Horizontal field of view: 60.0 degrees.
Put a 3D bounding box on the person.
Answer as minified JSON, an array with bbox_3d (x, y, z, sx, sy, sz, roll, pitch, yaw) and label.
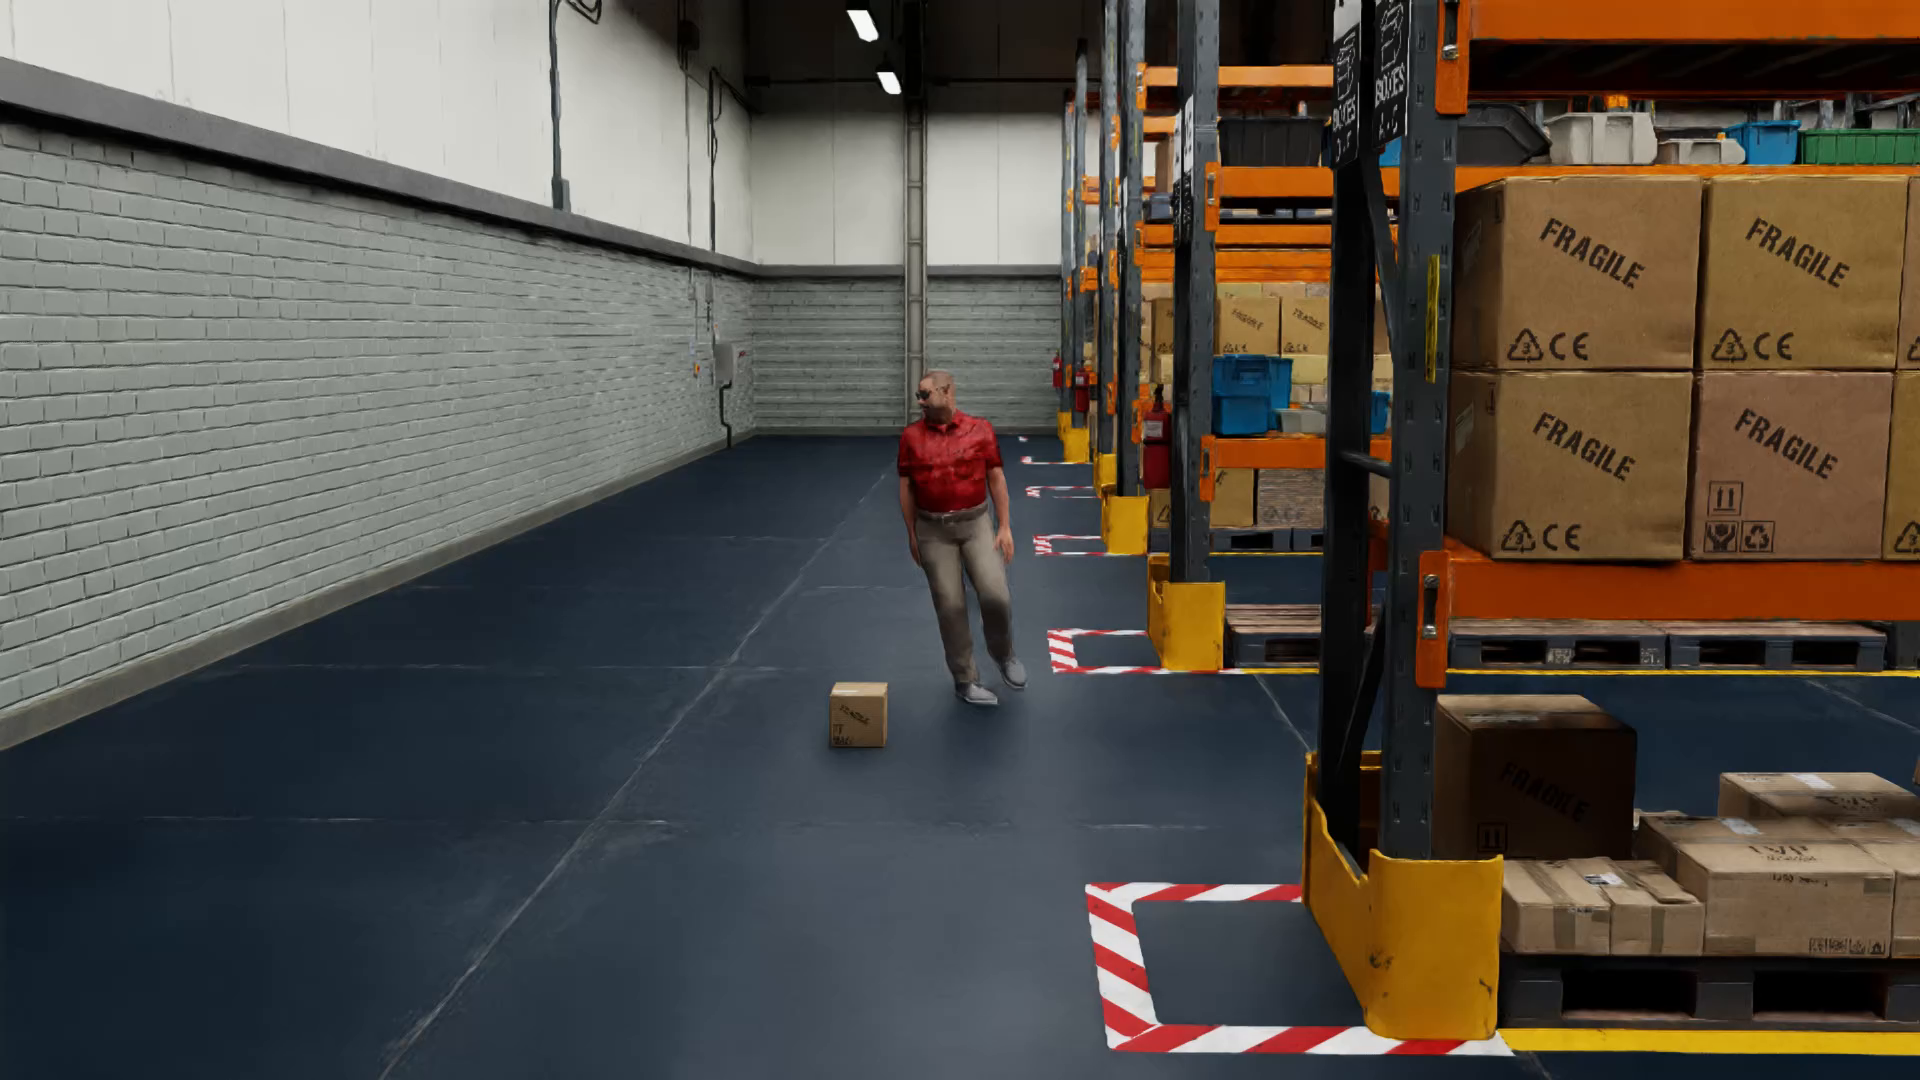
[{"bbox_3d":[0.017,-0.022,8.609,0.684,1.711,0.476,0,7,0],"label":"person"}]
